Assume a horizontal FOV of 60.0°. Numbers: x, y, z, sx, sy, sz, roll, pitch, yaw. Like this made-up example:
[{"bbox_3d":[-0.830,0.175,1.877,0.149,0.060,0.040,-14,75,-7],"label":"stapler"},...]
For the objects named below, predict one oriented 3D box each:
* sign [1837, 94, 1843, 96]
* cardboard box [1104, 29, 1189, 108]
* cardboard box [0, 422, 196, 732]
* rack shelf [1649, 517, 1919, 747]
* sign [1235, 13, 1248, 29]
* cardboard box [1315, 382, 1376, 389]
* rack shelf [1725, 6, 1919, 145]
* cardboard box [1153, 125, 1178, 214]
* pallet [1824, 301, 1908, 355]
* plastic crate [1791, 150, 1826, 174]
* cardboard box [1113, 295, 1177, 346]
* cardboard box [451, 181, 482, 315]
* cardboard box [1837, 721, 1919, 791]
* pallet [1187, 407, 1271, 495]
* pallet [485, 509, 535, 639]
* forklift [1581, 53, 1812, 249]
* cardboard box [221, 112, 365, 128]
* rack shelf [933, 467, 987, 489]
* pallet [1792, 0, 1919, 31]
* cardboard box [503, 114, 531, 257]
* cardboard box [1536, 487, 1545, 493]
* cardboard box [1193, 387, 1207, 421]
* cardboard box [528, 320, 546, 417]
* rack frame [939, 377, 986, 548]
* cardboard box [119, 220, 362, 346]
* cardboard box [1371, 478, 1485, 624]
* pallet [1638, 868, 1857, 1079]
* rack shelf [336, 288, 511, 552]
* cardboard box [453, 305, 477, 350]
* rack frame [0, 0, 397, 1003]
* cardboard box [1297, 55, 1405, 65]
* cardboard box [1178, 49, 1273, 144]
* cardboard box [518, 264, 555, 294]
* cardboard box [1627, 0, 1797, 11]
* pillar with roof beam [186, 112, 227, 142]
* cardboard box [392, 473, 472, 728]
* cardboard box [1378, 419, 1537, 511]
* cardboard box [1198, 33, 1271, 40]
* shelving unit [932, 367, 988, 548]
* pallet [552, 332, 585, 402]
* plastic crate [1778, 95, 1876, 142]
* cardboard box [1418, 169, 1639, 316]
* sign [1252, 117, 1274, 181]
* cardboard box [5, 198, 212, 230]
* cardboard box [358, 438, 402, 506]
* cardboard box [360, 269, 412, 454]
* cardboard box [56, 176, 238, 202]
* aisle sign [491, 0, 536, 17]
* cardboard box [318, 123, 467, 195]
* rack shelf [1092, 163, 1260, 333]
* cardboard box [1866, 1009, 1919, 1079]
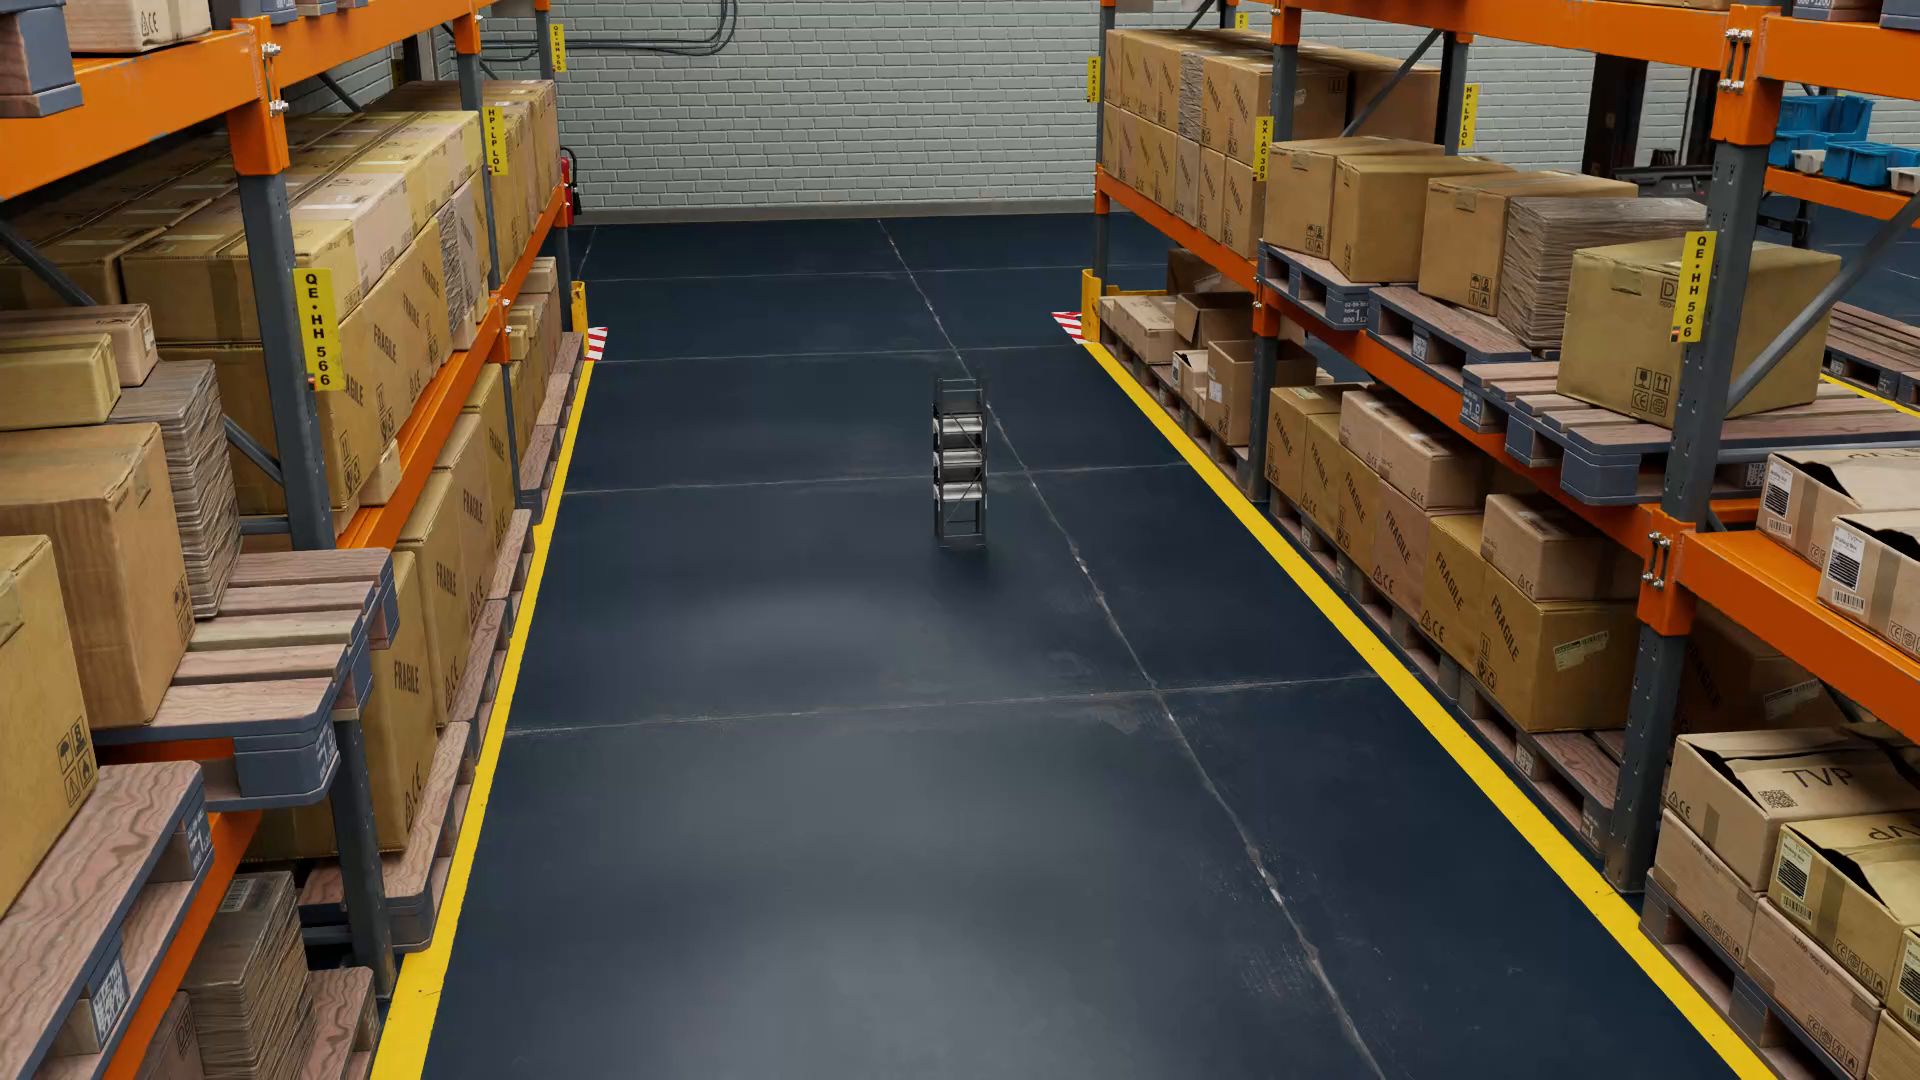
[{"bbox_3d":[6.976,-3.393,13.280,0.100,0.325,0.005,-3,21,-8],"label":"sign"},{"bbox_3d":[1.335,-3.383,11.914,0.500,0.500,0.500,-2,21,-6],"label":"cardboard box"},{"bbox_3d":[-2.032,0.088,3.422,0.700,0.500,0.500,-5,21,-13],"label":"cardboard box"},{"bbox_3d":[2.973,0.765,3.410,1.077,0.370,4.000,-3,21,-8],"label":"rack shelf"},{"bbox_3d":[2.084,-3.746,12.352,0.100,0.325,0.005,-3,21,-8],"label":"sign"},{"bbox_3d":[2.262,-0.752,9.658,0.500,0.311,0.500,-3,21,-8],"label":"cardboard box"},{"bbox_3d":[2.973,-0.640,2.885,1.077,0.370,4.000,-3,21,-8],"label":"rack shelf"},{"bbox_3d":[1.554,-2.389,10.683,0.500,0.500,0.500,-3,21,-7],"label":"cardboard box"},{"bbox_3d":[6.514,-1.689,12.937,1.003,0.211,1.213,-3,21,-8],"label":"pallet"},{"bbox_3d":[6.206,-2.735,12.044,0.250,0.136,0.298,-3,21,-8],"label":"plastic crate"},{"bbox_3d":[1.401,-1.577,11.952,0.500,0.250,0.500,-3,21,-8],"label":"cardboard box"},{"bbox_3d":[-2.394,-1.271,7.235,0.500,0.500,0.500,-3,21,-7],"label":"cardboard box"},{"bbox_3d":[3.004,0.733,4.995,0.500,0.311,0.500,-2,21,-6],"label":"cardboard box"},{"bbox_3d":[2.010,-0.581,9.971,1.003,0.211,1.213,-3,21,-8],"label":"pallet"},{"bbox_3d":[-2.607,0.171,7.956,1.003,0.211,1.213,-3,21,-8],"label":"pallet"},{"bbox_3d":[4.511,-2.068,10.065,1.130,2.935,3.031,-4,21,-11],"label":"forklift"},{"bbox_3d":[-2.985,-1.773,7.508,0.500,0.250,0.500,-2,21,-6],"label":"cardboard box"},{"bbox_3d":[-0.001,-0.309,8.609,0.258,0.077,0.200,-3,21,-8],"label":"rack shelf"},{"bbox_3d":[2.871,-1.351,4.029,1.213,0.211,1.003,-2,21,-5],"label":"pallet"},{"bbox_3d":[-2.955,-1.981,9.303,0.980,0.700,0.700,-3,21,-9],"label":"cardboard box"},{"bbox_3d":[2.673,-0.007,7.392,0.500,0.500,0.500,-4,21,-10],"label":"cardboard box"},{"bbox_3d":[1.632,-0.830,10.097,0.380,0.149,0.250,-3,21,-8],"label":"cardboard box"},{"bbox_3d":[-2.941,-1.040,10.187,0.700,0.500,0.500,-2,21,-6],"label":"cardboard box"},{"bbox_3d":[0.013,-0.389,8.472,0.240,0.900,0.006,-3,21,-8],"label":"rack frame"},{"bbox_3d":[-2.031,-0.741,4.744,0.500,0.250,0.500,-2,21,-6],"label":"cardboard box"},{"bbox_3d":[2.162,0.028,7.299,0.500,0.500,0.500,-4,21,-10],"label":"cardboard box"},{"bbox_3d":[2.765,1.329,4.857,1.003,0.211,1.213,-3,21,-8],"label":"pallet"},{"bbox_3d":[-2.505,-0.369,6.445,1.077,0.370,4.000,-3,21,-8],"label":"rack shelf"},{"bbox_3d":[-2.316,-0.921,7.225,0.380,0.149,0.250,-3,21,-8],"label":"cardboard box"},{"bbox_3d":[-2.217,-0.014,4.465,1.000,3.000,0.127,-3,21,-8],"label":"rack frame"},{"bbox_3d":[2.244,-2.521,9.606,0.500,0.500,0.500,-4,21,-9],"label":"cardboard box"},{"bbox_3d":[1.630,-2.679,10.029,0.500,0.500,0.500,-3,21,-7],"label":"cardboard box"},{"bbox_3d":[-2.934,-1.752,11.165,0.380,0.149,0.250,-2,21,-6],"label":"cardboard box"},{"bbox_3d":[2.588,-1.866,4.995,0.910,0.500,0.500,-3,21,-8],"label":"cardboard box"},{"bbox_3d":[0.510,-4.625,8.237,9.100,9.000,0.400,-3,21,-8],"label":"pillar with roof beam"},{"bbox_3d":[-2.313,0.232,6.280,0.750,0.750,0.750,-3,21,-8],"label":"cardboard box"},{"bbox_3d":[2.154,-0.336,7.202,0.500,0.250,0.500,-3,21,-9],"label":"cardboard box"},{"bbox_3d":[1.941,-3.235,11.518,0.500,0.500,0.500,-2,21,-6],"label":"cardboard box"},{"bbox_3d":[-0.001,-0.424,8.566,0.258,0.900,0.210,-3,21,-8],"label":"shelving unit"},{"bbox_3d":[-3.177,-1.204,11.639,1.003,0.211,1.213,-3,21,-8],"label":"pallet"},{"bbox_3d":[6.667,-3.221,12.917,0.616,0.435,0.499,-3,21,-8],"label":"plastic crate"},{"bbox_3d":[2.424,-1.285,7.125,0.700,0.500,0.500,-8,22,-21],"label":"cardboard box"},{"bbox_3d":[1.572,-2.025,8.614,0.100,0.325,0.005,-3,21,-8],"label":"sign"},{"bbox_3d":[-2.610,-0.884,5.127,0.500,0.250,0.500,-4,21,-10],"label":"cardboard box"},{"bbox_3d":[-2.017,-0.215,5.335,0.380,0.149,0.250,-2,21,-6],"label":"cardboard box"},{"bbox_3d":[-2.100,-0.572,5.364,0.500,0.500,0.500,-2,21,-6],"label":"cardboard box"},{"bbox_3d":[-2.681,-1.062,5.603,0.500,0.250,0.500,-3,21,-9],"label":"cardboard box"},{"bbox_3d":[-3.083,-4.041,11.534,0.394,0.787,0.004,-3,21,-8],"label":"aisle sign"},{"bbox_3d":[-2.409,-1.619,7.095,0.500,0.250,0.500,-2,21,-7],"label":"cardboard box"},{"bbox_3d":[1.820,-2.005,10.826,1.077,0.370,4.000,-3,21,-8],"label":"rack shelf"},{"bbox_3d":[2.624,1.376,4.073,0.500,0.250,0.500,-3,21,-9],"label":"cardboard box"}]
